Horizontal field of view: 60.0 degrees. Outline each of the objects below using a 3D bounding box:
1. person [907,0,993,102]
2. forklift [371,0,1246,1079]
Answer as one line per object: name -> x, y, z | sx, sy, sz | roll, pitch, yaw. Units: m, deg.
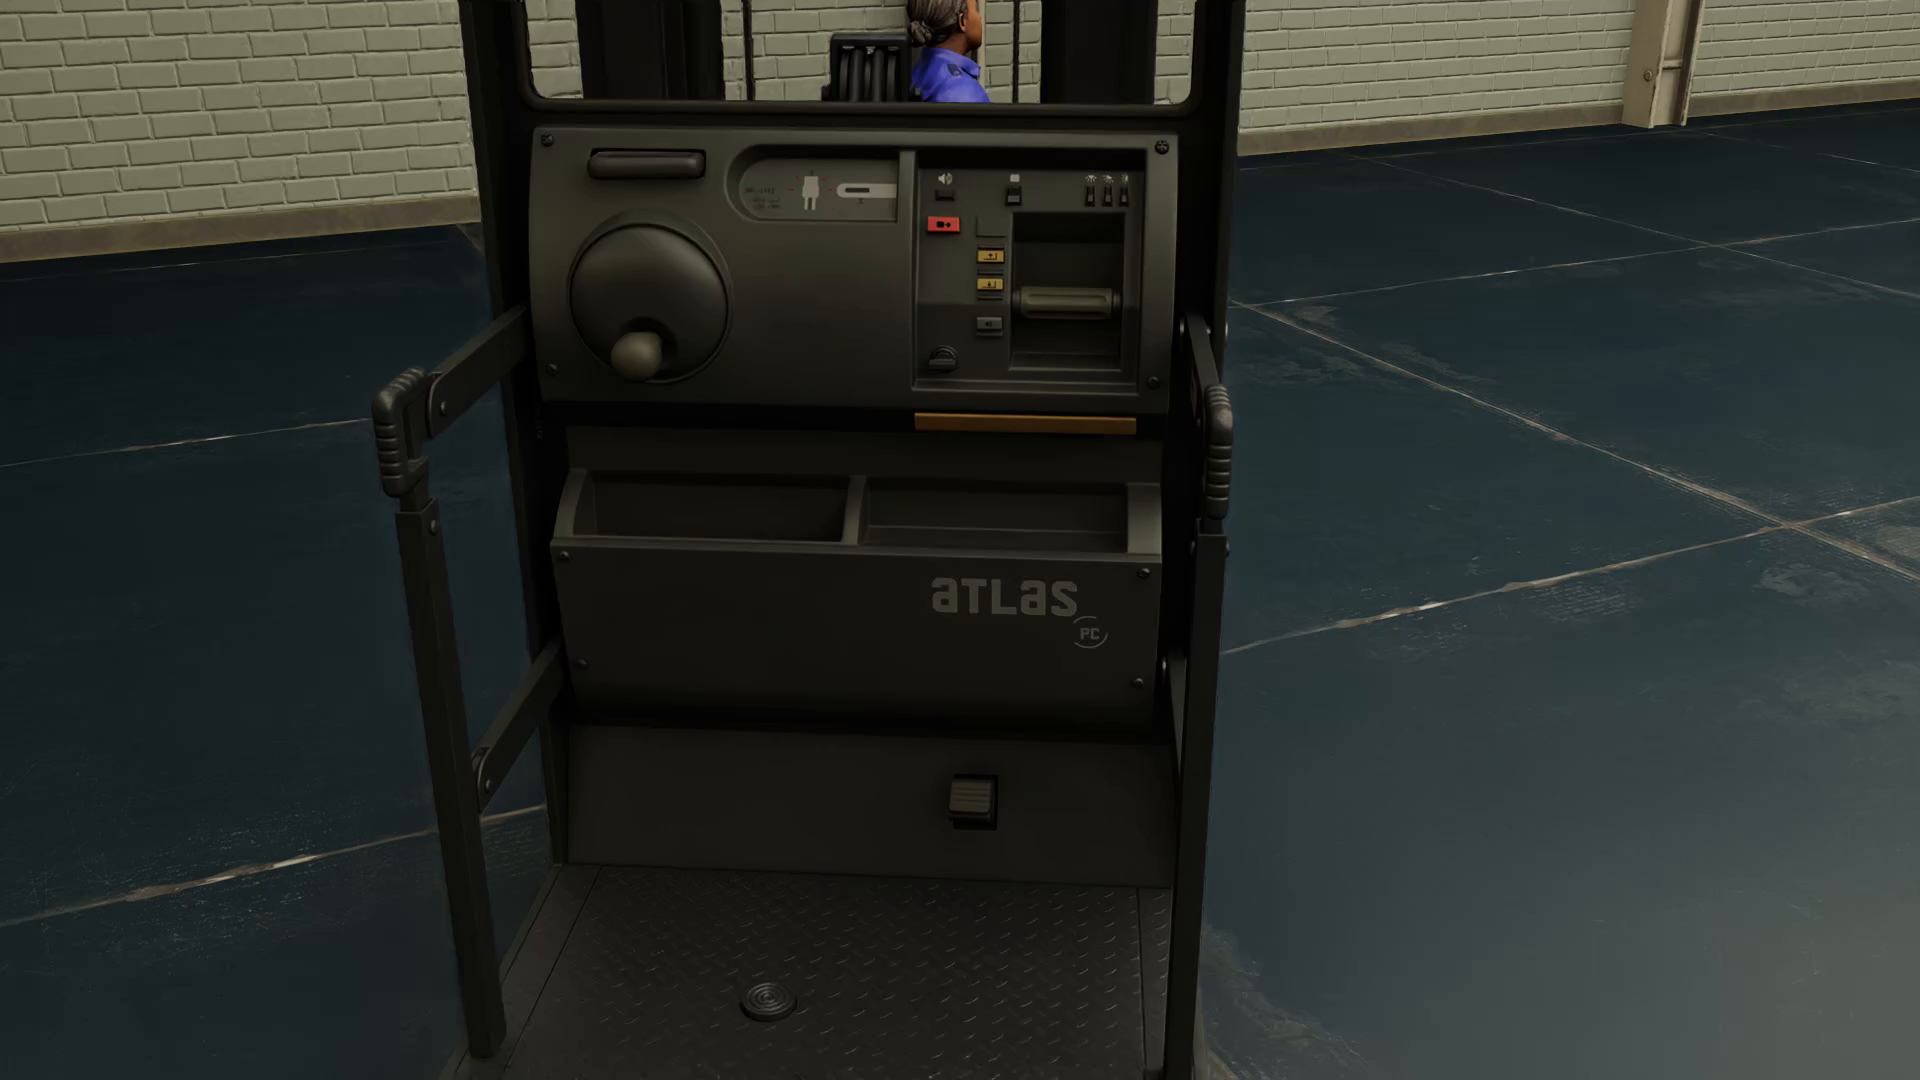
person -> 0.088, -0.778, 4.805 | 0.504, 1.654, 0.570 | -10, 25, -23
forklift -> -0.170, -0.376, 2.192 | 1.130, 2.935, 3.031 | 2, 23, 4
